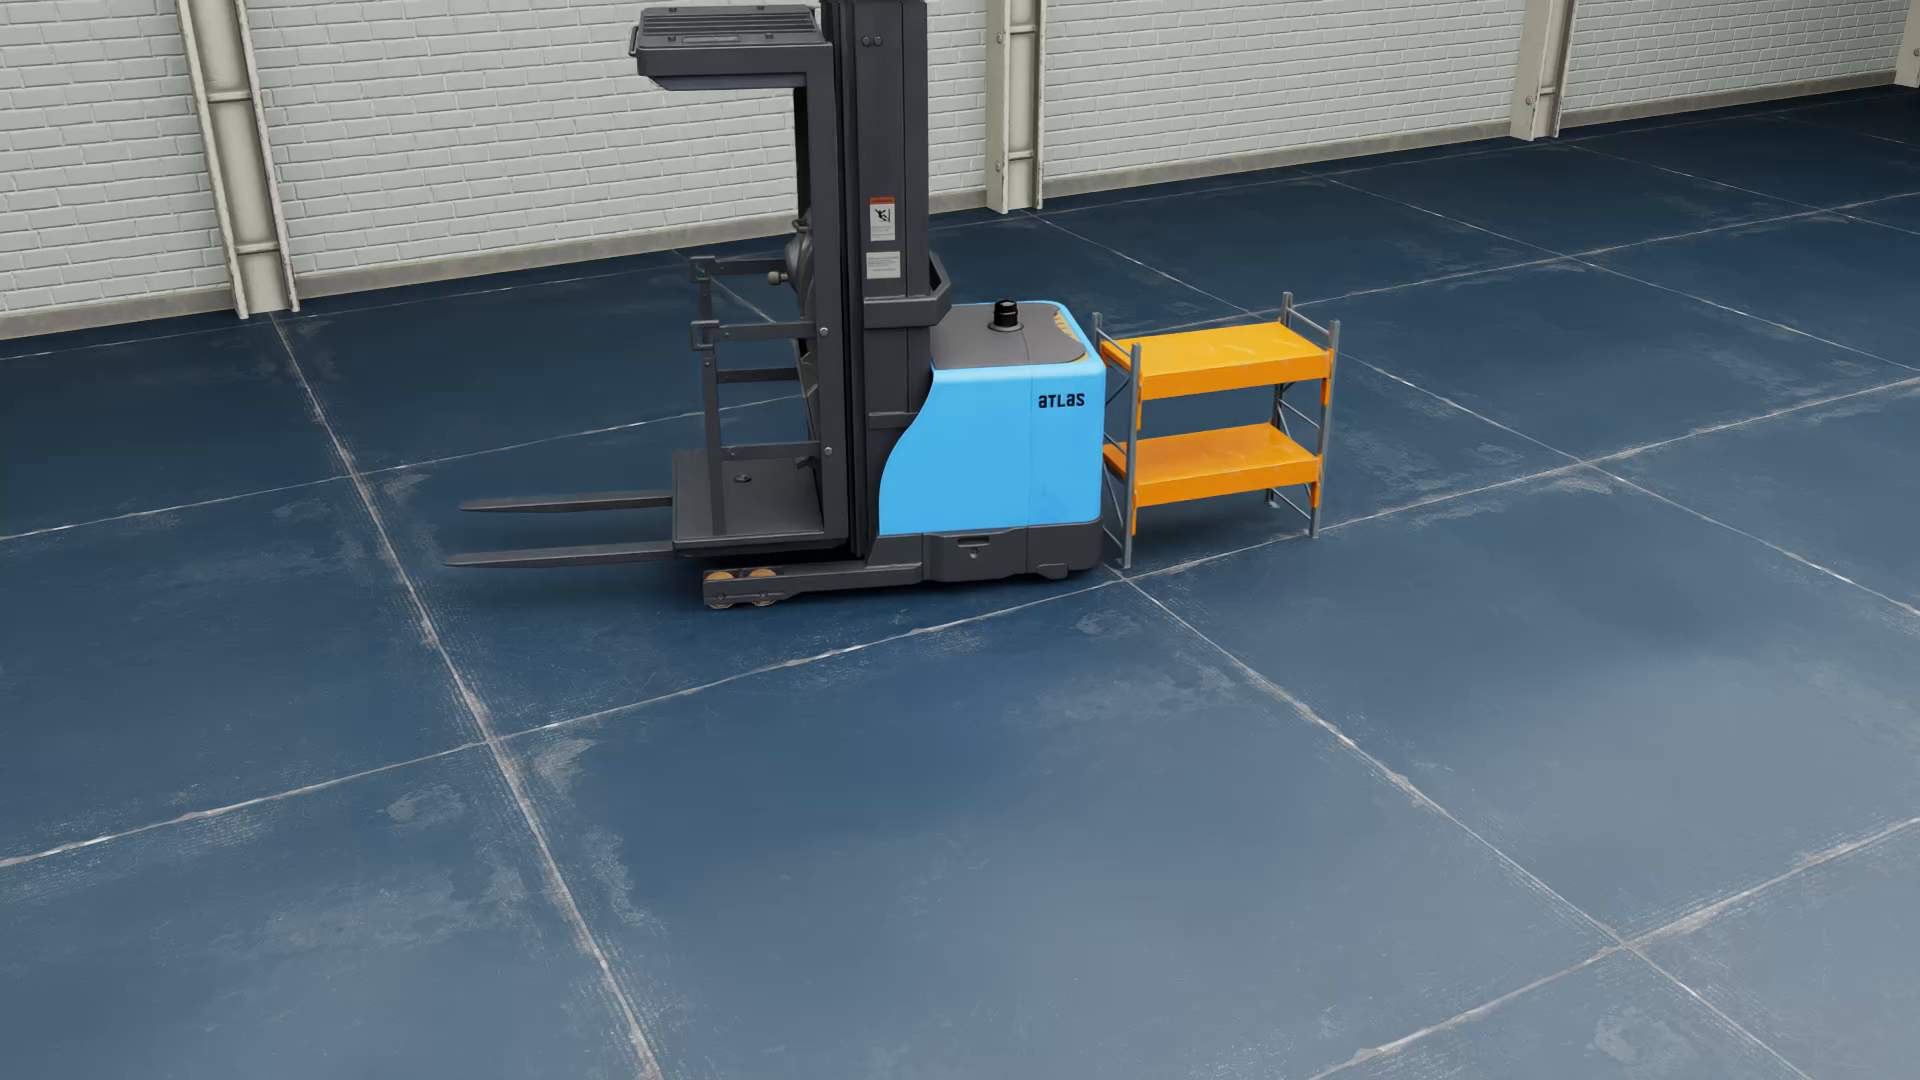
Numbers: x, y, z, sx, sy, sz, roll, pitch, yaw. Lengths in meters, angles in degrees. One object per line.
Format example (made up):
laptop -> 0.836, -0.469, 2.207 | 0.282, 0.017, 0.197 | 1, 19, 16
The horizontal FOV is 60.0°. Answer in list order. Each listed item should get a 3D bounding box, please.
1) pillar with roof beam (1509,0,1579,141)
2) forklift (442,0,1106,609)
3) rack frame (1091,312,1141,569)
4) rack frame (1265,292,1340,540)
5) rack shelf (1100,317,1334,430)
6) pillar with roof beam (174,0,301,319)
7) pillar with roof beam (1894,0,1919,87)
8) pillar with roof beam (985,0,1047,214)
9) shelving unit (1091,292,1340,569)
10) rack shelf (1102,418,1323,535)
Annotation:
pillar with roof beam -> 7.777, -6.471, 11.330 | 0.400, 9.000, 9.100 | -13, 29, -25
forklift -> -0.891, -1.252, 7.471 | 3.031, 2.935, 1.130 | -4, 26, -8
rack frame -> 0.723, -0.471, 7.932 | 0.032, 1.125, 0.500 | -8, 27, -17
rack frame -> 1.685, -0.613, 8.227 | 0.032, 1.125, 0.500 | -8, 27, -17
rack shelf -> 1.204, -0.806, 7.953 | 1.000, 0.278, 0.538 | -8, 27, -17
pillar with roof beam -> -2.811, -4.027, 6.240 | 0.400, 9.000, 9.100 | -13, 29, -25
pillar with roof beam -> 13.071, -7.693, 13.875 | 0.400, 9.000, 9.100 | -13, 29, -25
pillar with roof beam -> 2.483, -5.249, 8.785 | 0.400, 9.000, 9.100 | -13, 29, -25
shelving unit -> 1.204, -0.542, 8.080 | 1.048, 1.125, 0.538 | -8, 27, -17
rack shelf -> 1.204, -0.322, 8.185 | 1.000, 0.278, 0.538 | -8, 27, -17
